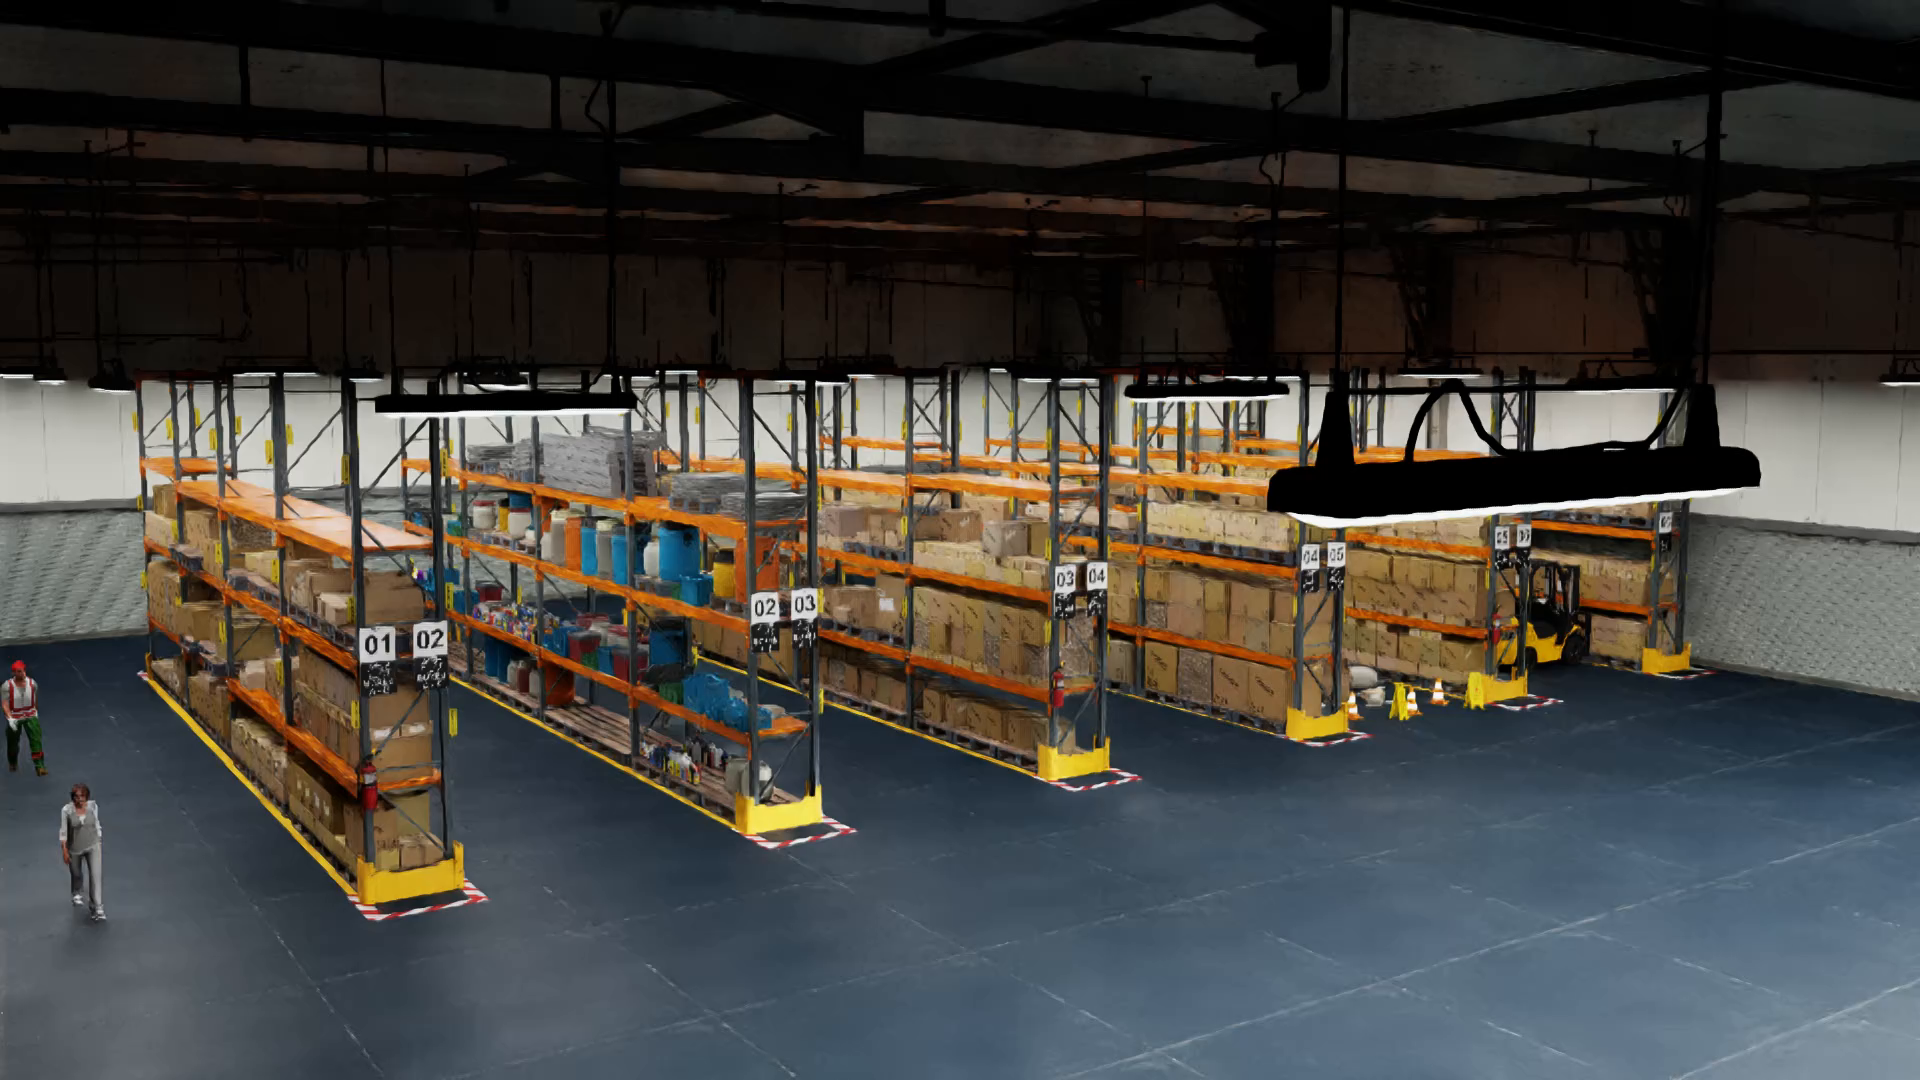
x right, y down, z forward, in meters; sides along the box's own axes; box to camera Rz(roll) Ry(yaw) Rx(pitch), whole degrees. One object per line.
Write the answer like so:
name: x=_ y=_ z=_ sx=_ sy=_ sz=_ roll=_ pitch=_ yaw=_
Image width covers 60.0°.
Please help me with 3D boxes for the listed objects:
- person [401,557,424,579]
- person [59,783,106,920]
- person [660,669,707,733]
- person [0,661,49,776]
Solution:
person: x=-12.479 y=1.224 z=37.749 sx=0.622 sy=1.721 sz=0.958 roll=-1 pitch=7 yaw=-10
person: x=-9.882 y=3.459 z=18.698 sx=0.414 sy=1.516 sz=1.036 roll=-4 pitch=7 yaw=-31
person: x=-4.644 y=2.391 z=27.665 sx=0.448 sy=1.623 sz=0.996 roll=-6 pitch=9 yaw=-42
person: x=-14.038 y=2.657 z=24.876 sx=0.527 sy=1.727 sz=1.030 roll=-6 pitch=9 yaw=-41
